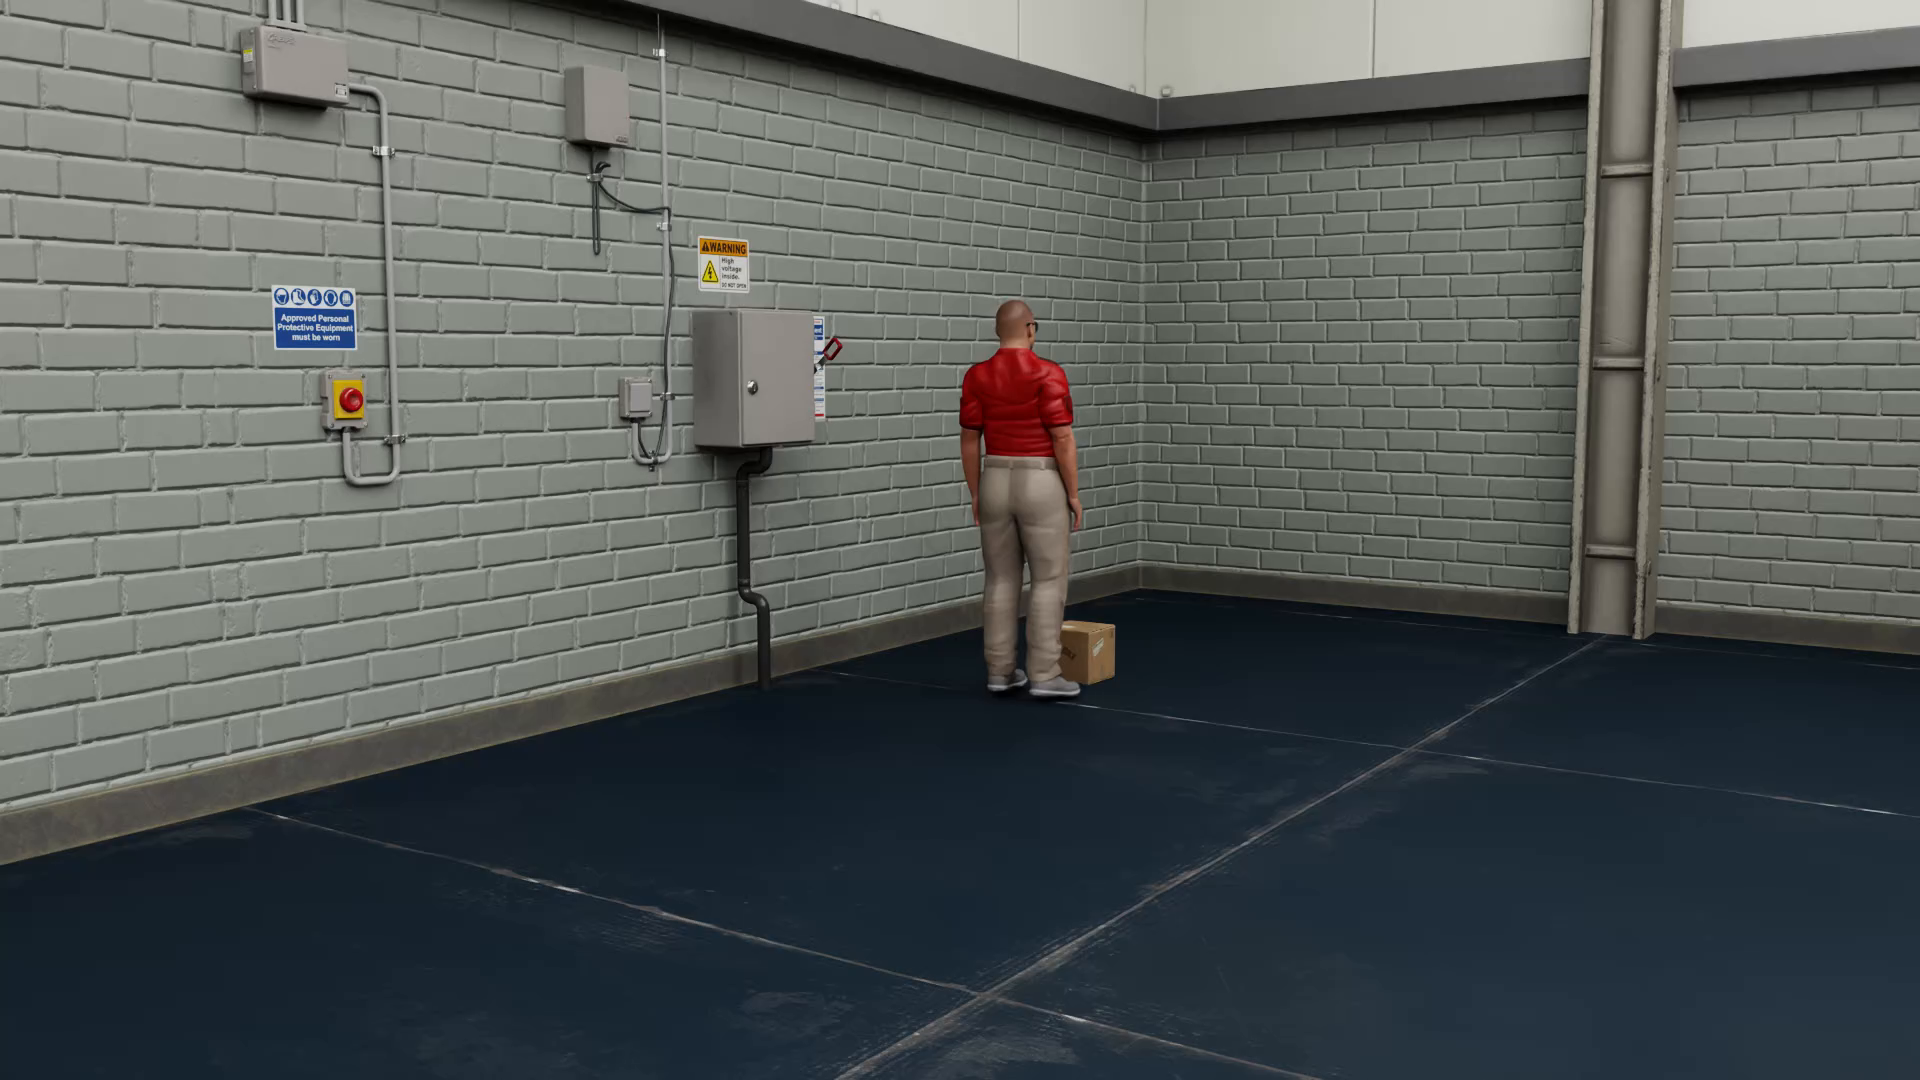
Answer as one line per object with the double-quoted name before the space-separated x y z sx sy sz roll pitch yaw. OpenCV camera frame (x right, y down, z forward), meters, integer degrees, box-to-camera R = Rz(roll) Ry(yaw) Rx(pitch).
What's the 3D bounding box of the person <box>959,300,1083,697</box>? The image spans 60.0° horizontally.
"person" 0.281 -0.178 7.339 0.551 1.741 0.378 3 7 29
